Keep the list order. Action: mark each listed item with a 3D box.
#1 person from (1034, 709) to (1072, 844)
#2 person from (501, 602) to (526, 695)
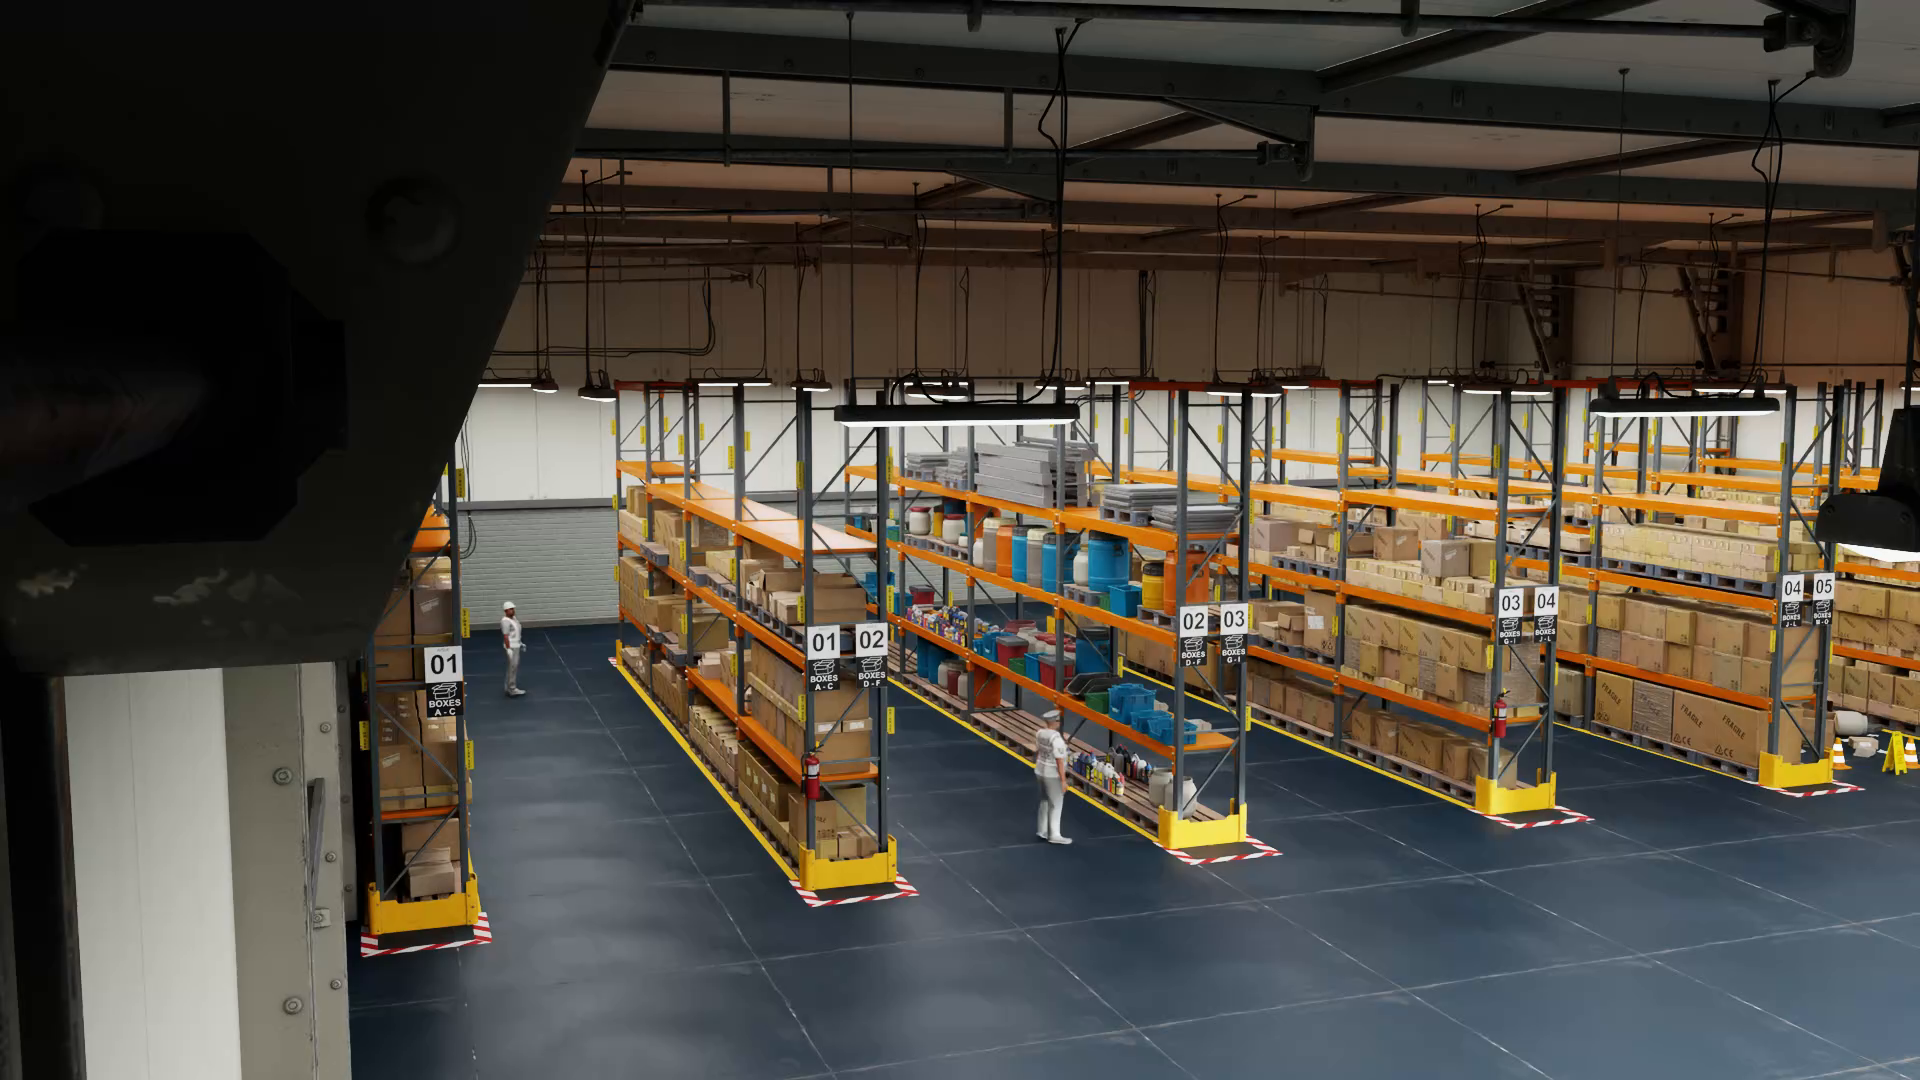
[{"bbox_3d":[1.222,3.174,22.051,0.406,1.857,0.613,-3,7,-28],"label":"person"},{"bbox_3d":[-8.558,2.083,31.893,0.465,1.827,0.616,-2,6,-16],"label":"person"}]
